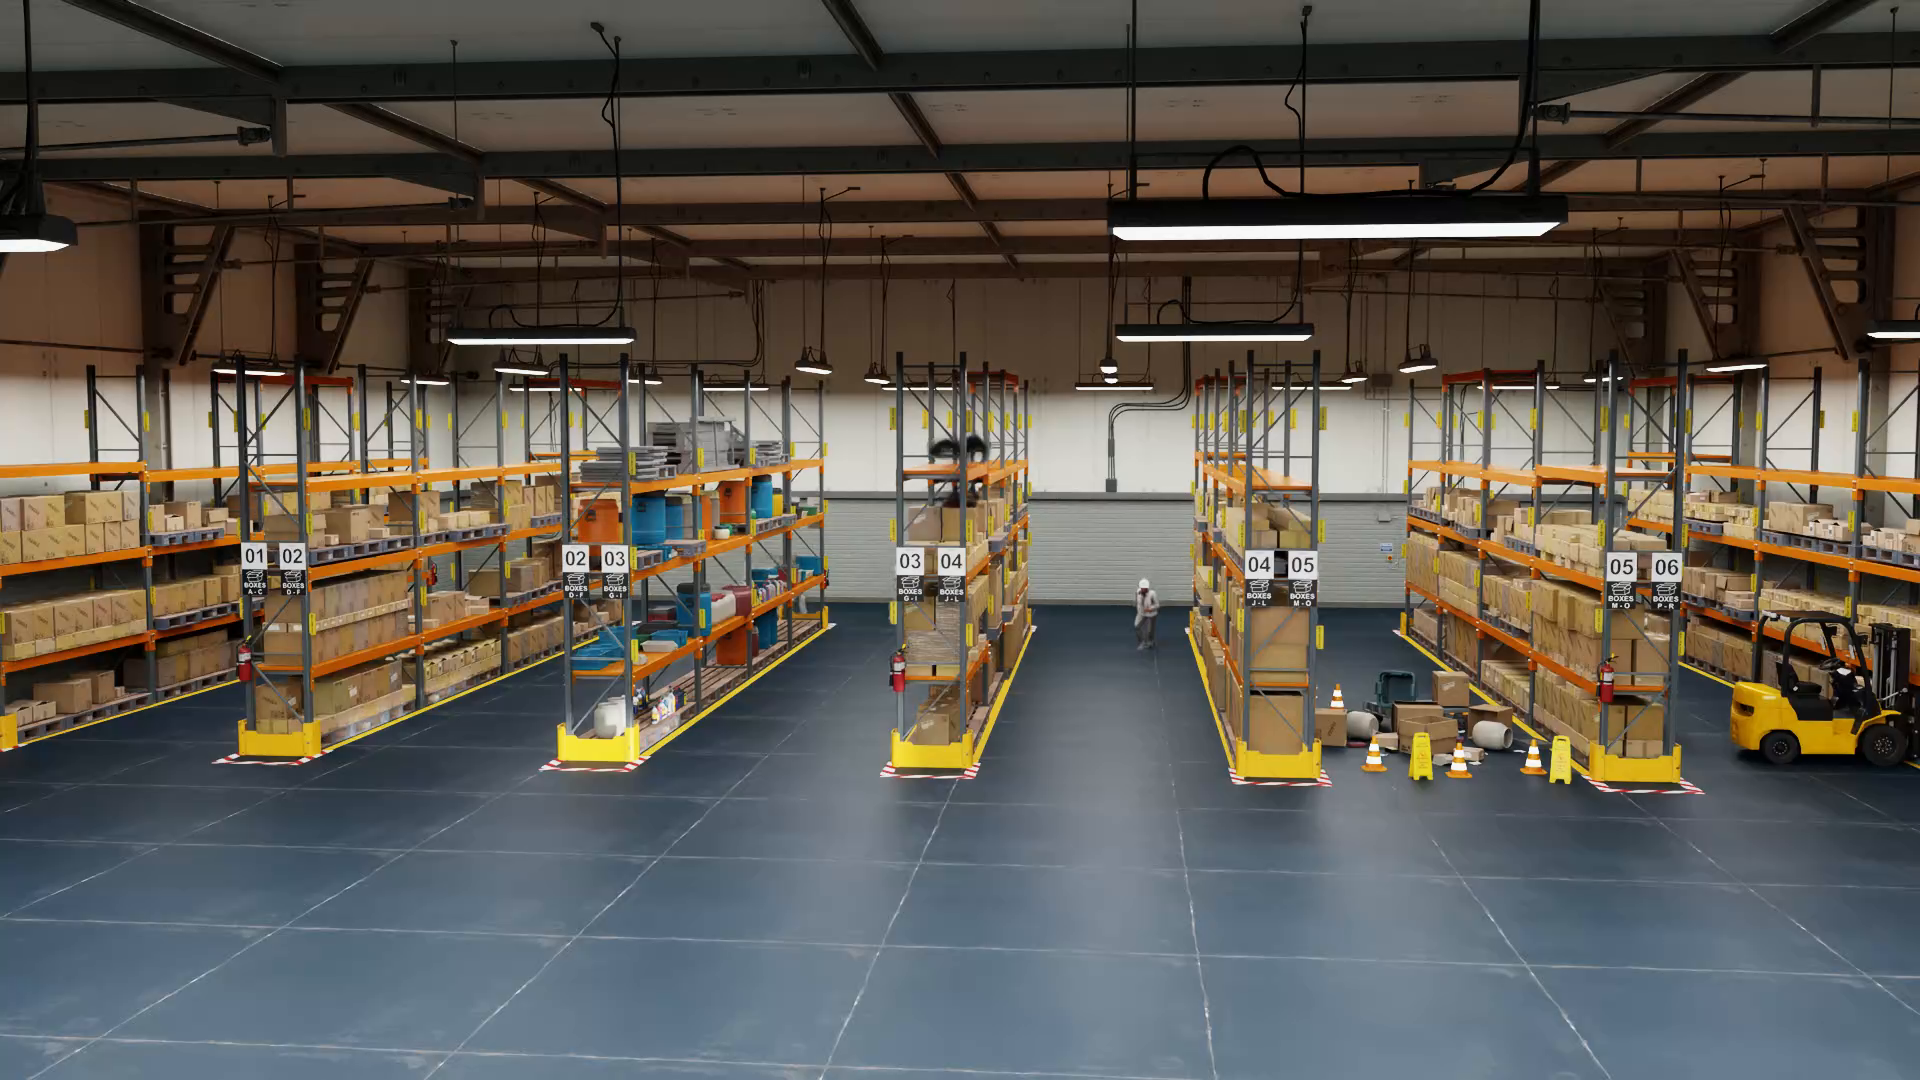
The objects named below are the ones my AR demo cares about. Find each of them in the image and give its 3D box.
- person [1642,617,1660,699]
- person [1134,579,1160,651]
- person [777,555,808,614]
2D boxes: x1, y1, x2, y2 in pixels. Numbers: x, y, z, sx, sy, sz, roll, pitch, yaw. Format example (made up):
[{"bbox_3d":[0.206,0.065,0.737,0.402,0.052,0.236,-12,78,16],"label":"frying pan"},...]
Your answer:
[{"bbox_3d":[11.531,2.087,28.068,0.649,1.633,0.778,-1,4,-7],"label":"person"},{"bbox_3d":[4.111,1.600,36.285,0.670,1.570,1.102,2,4,25],"label":"person"},{"bbox_3d":[-4.243,1.194,42.294,0.987,1.626,0.552,1,4,16],"label":"person"}]
